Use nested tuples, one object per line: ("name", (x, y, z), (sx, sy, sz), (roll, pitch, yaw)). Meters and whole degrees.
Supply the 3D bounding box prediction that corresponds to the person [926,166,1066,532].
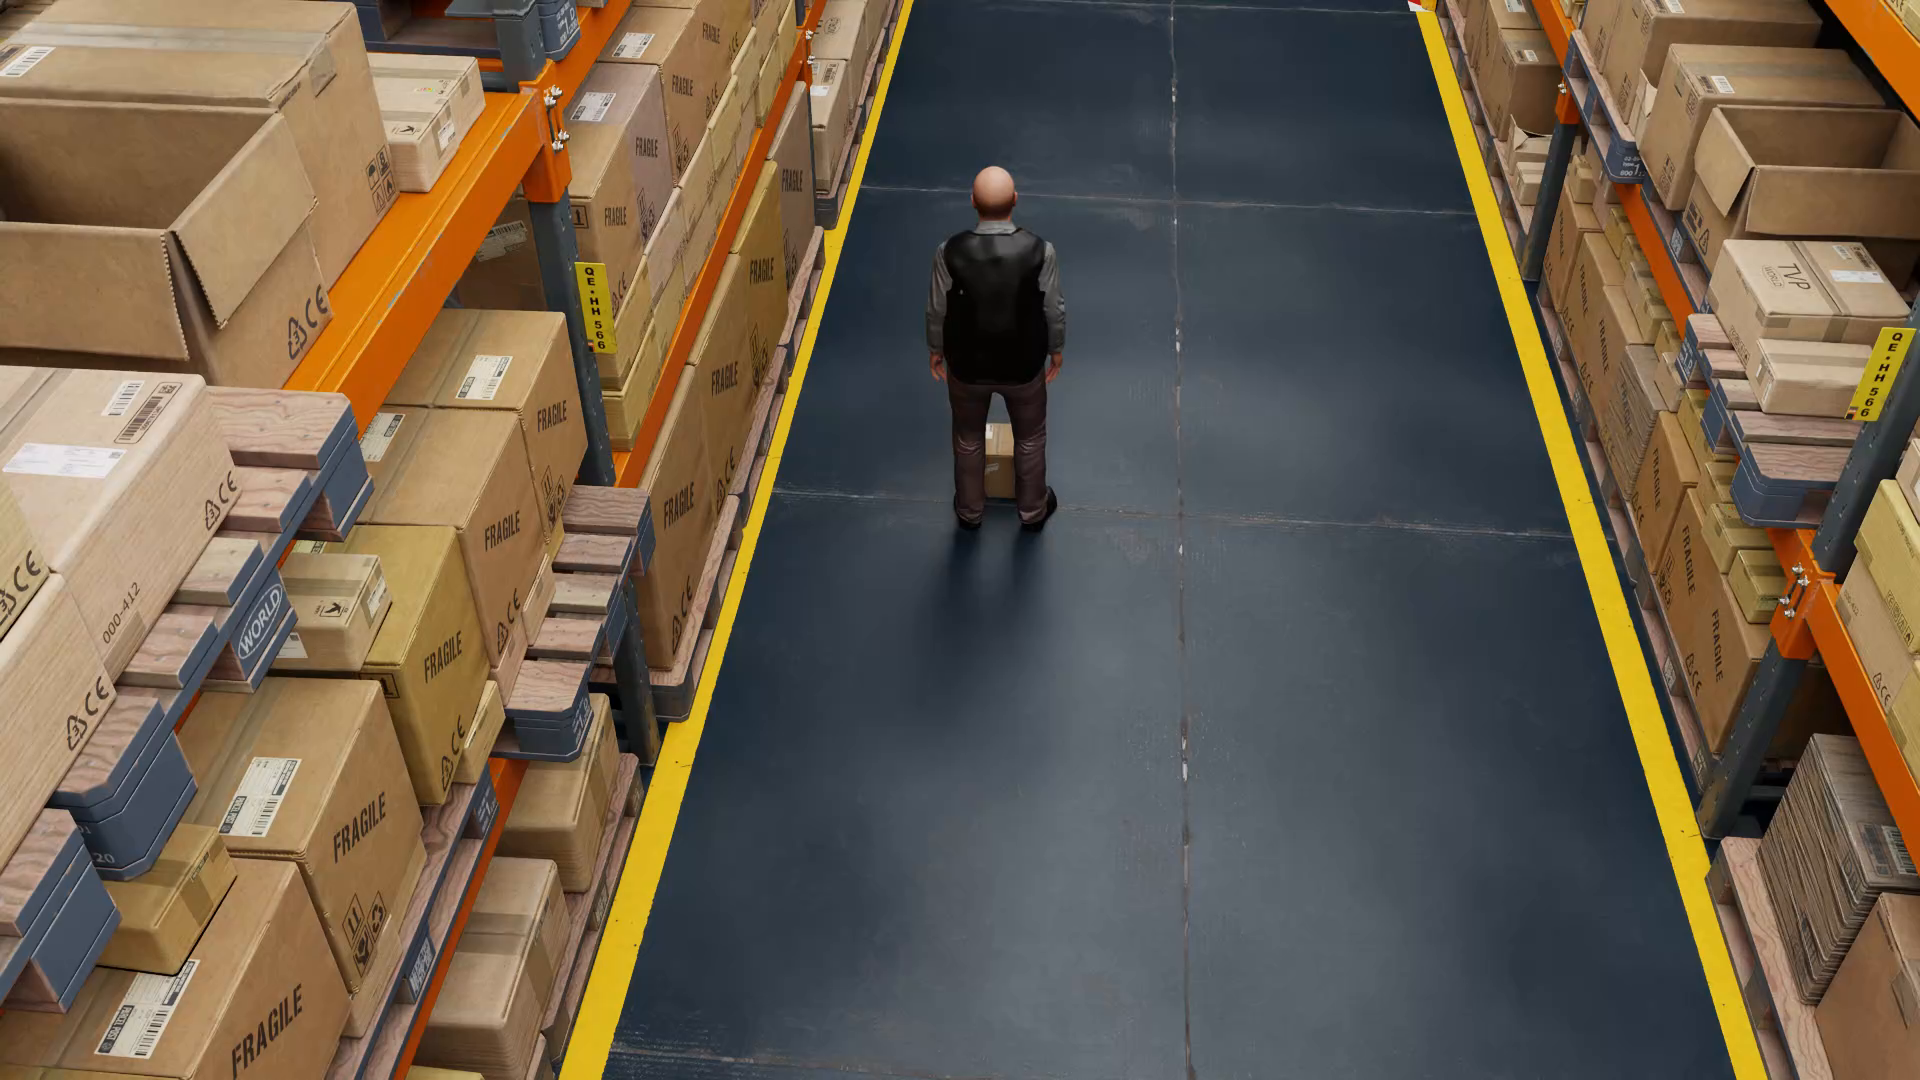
("person", (0.151, -0.757, 7.083), (0.591, 1.722, 0.410), (2, 40, 2))
